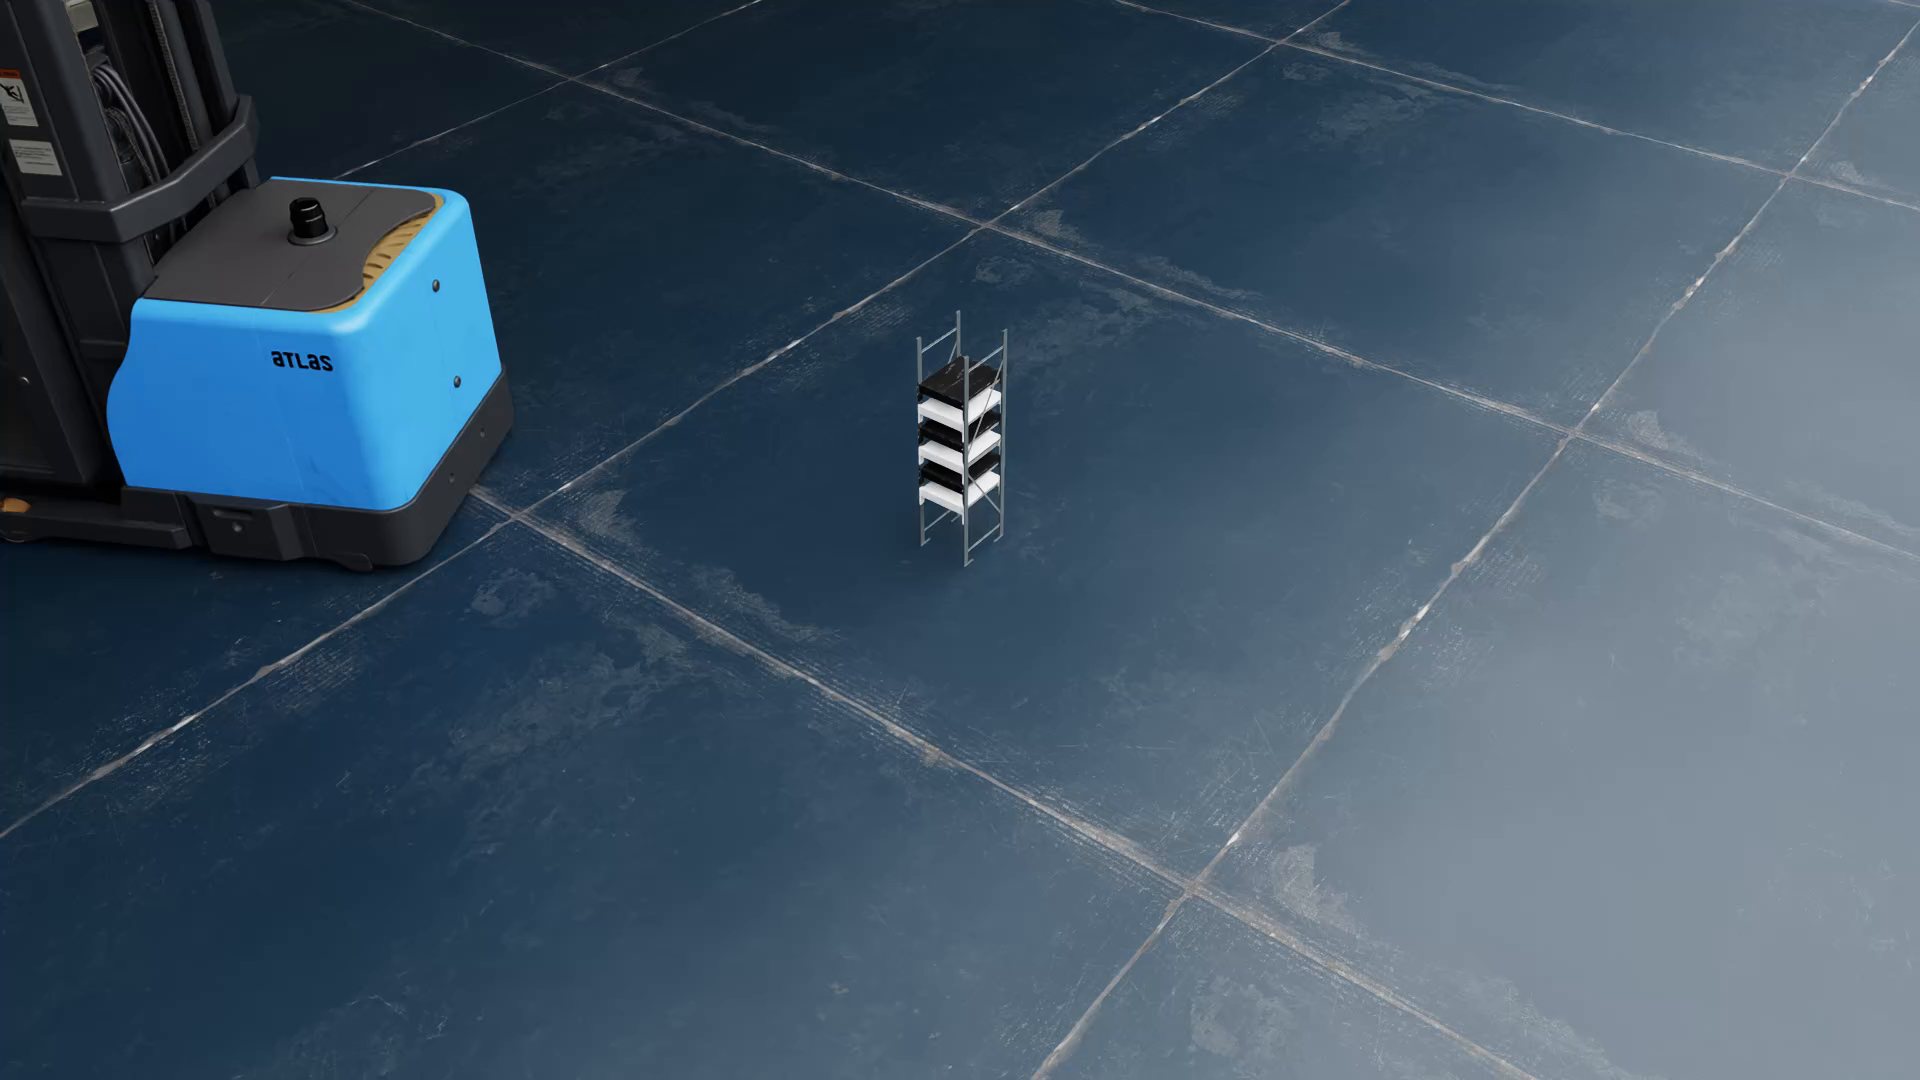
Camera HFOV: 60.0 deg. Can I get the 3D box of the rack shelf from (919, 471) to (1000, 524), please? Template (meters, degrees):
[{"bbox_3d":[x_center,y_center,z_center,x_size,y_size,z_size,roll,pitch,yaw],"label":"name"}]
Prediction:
[{"bbox_3d":[0.006,-0.183,6.100,0.200,0.077,0.258,25,45,29],"label":"rack shelf"}]

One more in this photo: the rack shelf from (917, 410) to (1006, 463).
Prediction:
[{"bbox_3d":[0.006,-0.396,5.934,0.200,0.077,0.258,25,45,29],"label":"rack shelf"}]

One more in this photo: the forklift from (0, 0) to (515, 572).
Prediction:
[{"bbox_3d":[-3.369,-1.459,5.737,3.031,2.935,1.130,6,38,7],"label":"forklift"}]

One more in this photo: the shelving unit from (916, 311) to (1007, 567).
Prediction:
[{"bbox_3d":[0.006,-0.351,5.969,0.210,0.900,0.258,25,45,29],"label":"shelving unit"}]

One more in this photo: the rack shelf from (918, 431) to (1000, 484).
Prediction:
[{"bbox_3d":[0.006,-0.325,5.989,0.200,0.077,0.258,25,45,29],"label":"rack shelf"}]

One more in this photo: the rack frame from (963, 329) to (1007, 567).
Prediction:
[{"bbox_3d":[0.087,-0.313,5.920,0.006,0.900,0.240,25,45,29],"label":"rack frame"}]

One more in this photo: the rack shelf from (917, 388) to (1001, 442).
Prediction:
[{"bbox_3d":[0.006,-0.467,5.878,0.200,0.077,0.258,25,45,29],"label":"rack shelf"}]

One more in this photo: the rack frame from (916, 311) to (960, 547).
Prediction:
[{"bbox_3d":[-0.074,-0.389,6.017,0.006,0.900,0.240,25,45,29],"label":"rack frame"}]

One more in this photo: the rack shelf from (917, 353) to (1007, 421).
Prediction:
[{"bbox_3d":[0.006,-0.538,5.823,0.200,0.077,0.258,25,45,29],"label":"rack shelf"}]

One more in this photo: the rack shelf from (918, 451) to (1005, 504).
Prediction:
[{"bbox_3d":[0.006,-0.254,6.045,0.200,0.077,0.258,25,45,29],"label":"rack shelf"}]
